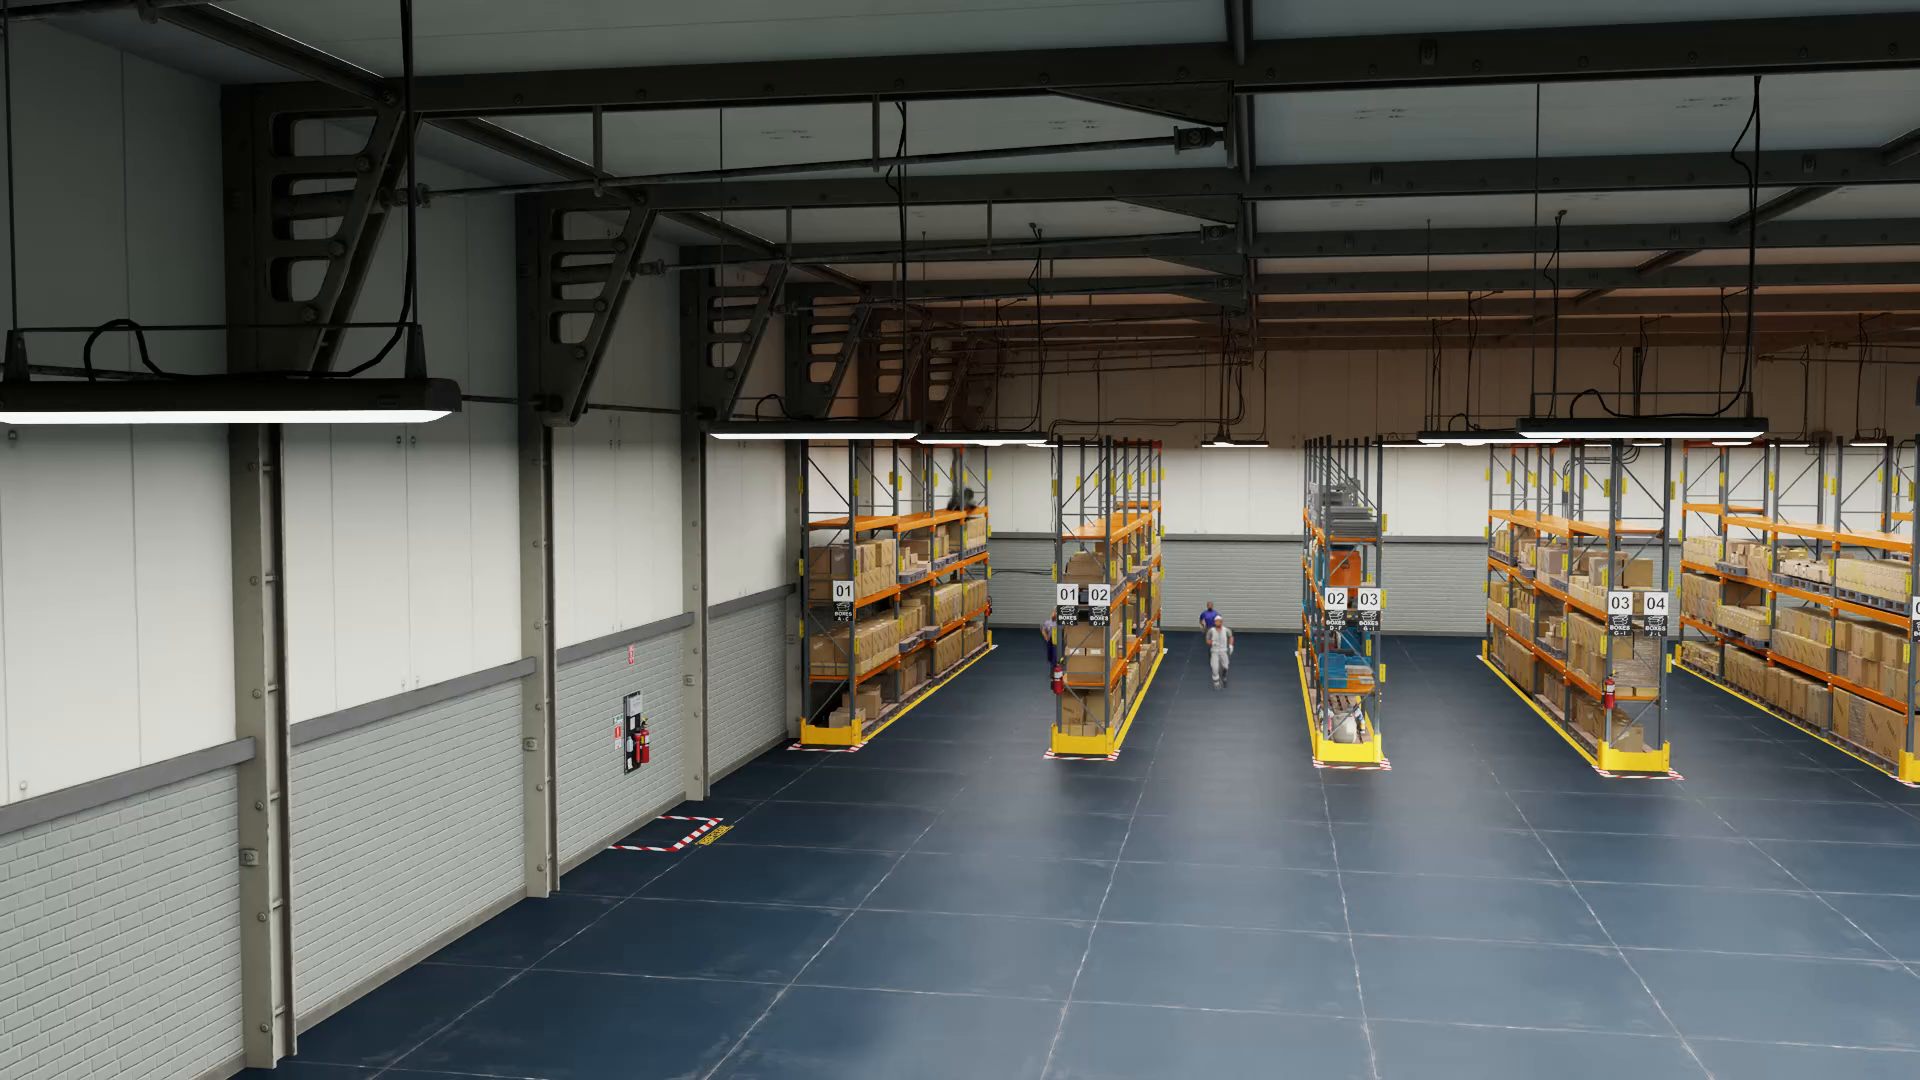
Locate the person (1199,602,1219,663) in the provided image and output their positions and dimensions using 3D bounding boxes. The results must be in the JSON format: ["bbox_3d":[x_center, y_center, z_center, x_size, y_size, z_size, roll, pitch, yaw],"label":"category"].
[{"bbox_3d":[6.776,2.478,45.049,0.591,1.634,0.725,0,3,3],"label":"person"}]

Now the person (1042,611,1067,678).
[{"bbox_3d":[2.345,2.558,41.186,0.631,1.636,0.789,1,3,12],"label":"person"}]

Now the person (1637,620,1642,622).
[{"bbox_3d":[16.834,2.676,41.366,0.552,1.622,0.728,0,3,6],"label":"person"}]

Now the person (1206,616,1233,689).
[{"bbox_3d":[6.193,2.694,39.649,0.667,1.762,0.620,0,3,3],"label":"person"}]
